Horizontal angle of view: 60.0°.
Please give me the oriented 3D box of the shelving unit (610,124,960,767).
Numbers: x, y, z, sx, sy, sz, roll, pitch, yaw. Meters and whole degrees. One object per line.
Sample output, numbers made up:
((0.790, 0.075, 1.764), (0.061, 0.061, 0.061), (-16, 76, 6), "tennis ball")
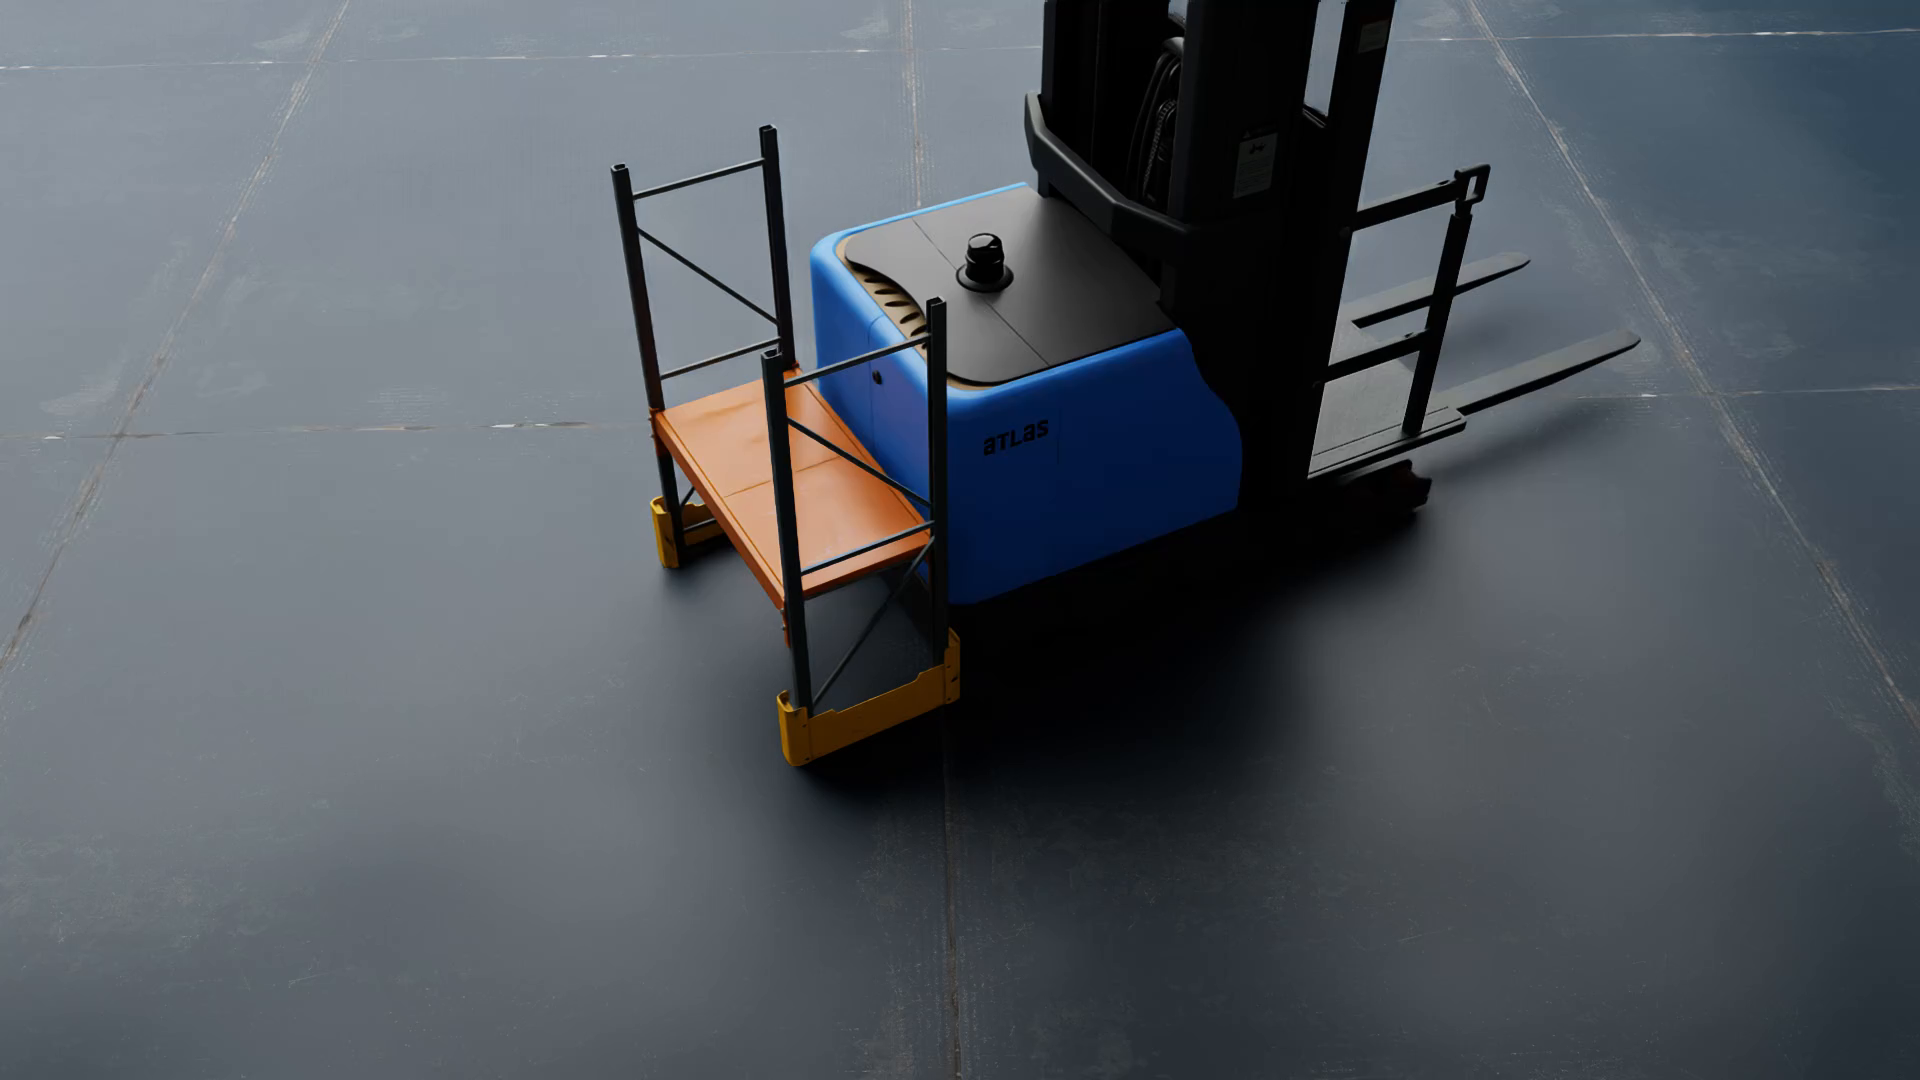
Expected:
((-0.513, -0.279, 4.944), (0.587, 1.500, 1.083), (-21, 46, -21), "shelving unit")

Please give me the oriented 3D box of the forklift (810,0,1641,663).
((1.064, -1.401, 5.109), (3.031, 2.935, 1.130), (-19, 46, -20), "forklift")

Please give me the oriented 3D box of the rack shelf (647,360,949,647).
((-0.509, -0.141, 5.060), (0.538, 0.185, 1.000), (-21, 46, -21), "rack shelf")

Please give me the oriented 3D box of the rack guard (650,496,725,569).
((-0.759, -0.111, 5.686), (0.587, 0.250, 0.087), (-21, 46, -21), "rack guard")

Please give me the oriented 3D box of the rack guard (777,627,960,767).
((-0.268, 0.475, 5.047), (0.587, 0.250, 0.087), (-21, 46, -21), "rack guard")

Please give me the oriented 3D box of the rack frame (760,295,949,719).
((-0.259, 0.026, 4.612), (0.500, 1.500, 0.032), (-21, 46, -21), "rack frame")

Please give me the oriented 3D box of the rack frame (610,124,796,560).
((-0.759, -0.572, 5.265), (0.500, 1.500, 0.032), (-21, 46, -21), "rack frame")
